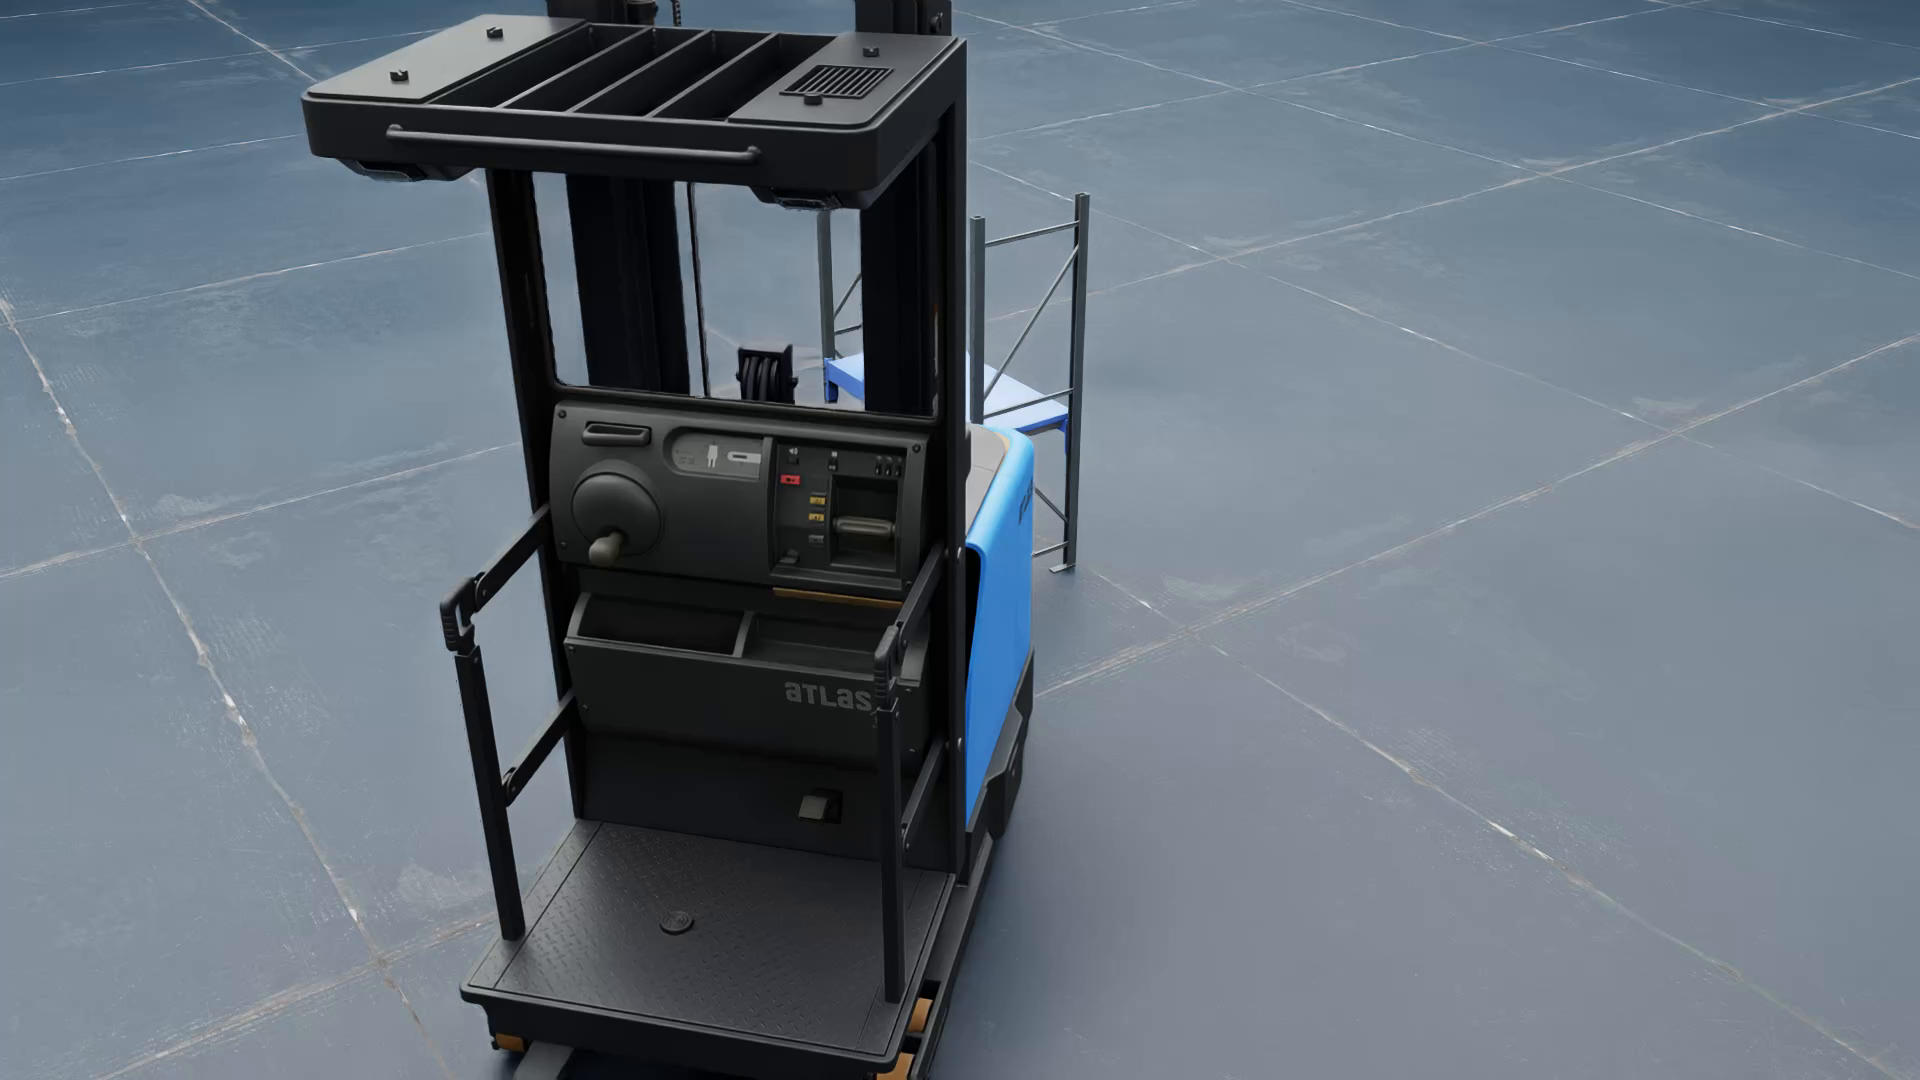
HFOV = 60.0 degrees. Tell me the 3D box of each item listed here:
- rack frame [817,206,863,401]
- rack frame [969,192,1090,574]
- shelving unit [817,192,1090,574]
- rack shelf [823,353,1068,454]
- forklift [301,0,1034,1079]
[{"bbox_3d":[-0.344,-0.890,6.817,0.500,1.500,0.032,-19,34,-31],"label":"rack frame"},{"bbox_3d":[0.245,-0.495,6.089,0.500,1.500,0.032,-19,34,-31],"label":"rack frame"},{"bbox_3d":[-0.049,-0.692,6.453,0.538,1.500,1.048,-19,34,-31],"label":"shelving unit"},{"bbox_3d":[-0.049,-0.534,6.539,0.538,0.185,1.000,-19,34,-31],"label":"rack shelf"},{"bbox_3d":[-0.581,-0.055,3.781,1.130,2.935,3.031,6,29,11],"label":"forklift"}]
